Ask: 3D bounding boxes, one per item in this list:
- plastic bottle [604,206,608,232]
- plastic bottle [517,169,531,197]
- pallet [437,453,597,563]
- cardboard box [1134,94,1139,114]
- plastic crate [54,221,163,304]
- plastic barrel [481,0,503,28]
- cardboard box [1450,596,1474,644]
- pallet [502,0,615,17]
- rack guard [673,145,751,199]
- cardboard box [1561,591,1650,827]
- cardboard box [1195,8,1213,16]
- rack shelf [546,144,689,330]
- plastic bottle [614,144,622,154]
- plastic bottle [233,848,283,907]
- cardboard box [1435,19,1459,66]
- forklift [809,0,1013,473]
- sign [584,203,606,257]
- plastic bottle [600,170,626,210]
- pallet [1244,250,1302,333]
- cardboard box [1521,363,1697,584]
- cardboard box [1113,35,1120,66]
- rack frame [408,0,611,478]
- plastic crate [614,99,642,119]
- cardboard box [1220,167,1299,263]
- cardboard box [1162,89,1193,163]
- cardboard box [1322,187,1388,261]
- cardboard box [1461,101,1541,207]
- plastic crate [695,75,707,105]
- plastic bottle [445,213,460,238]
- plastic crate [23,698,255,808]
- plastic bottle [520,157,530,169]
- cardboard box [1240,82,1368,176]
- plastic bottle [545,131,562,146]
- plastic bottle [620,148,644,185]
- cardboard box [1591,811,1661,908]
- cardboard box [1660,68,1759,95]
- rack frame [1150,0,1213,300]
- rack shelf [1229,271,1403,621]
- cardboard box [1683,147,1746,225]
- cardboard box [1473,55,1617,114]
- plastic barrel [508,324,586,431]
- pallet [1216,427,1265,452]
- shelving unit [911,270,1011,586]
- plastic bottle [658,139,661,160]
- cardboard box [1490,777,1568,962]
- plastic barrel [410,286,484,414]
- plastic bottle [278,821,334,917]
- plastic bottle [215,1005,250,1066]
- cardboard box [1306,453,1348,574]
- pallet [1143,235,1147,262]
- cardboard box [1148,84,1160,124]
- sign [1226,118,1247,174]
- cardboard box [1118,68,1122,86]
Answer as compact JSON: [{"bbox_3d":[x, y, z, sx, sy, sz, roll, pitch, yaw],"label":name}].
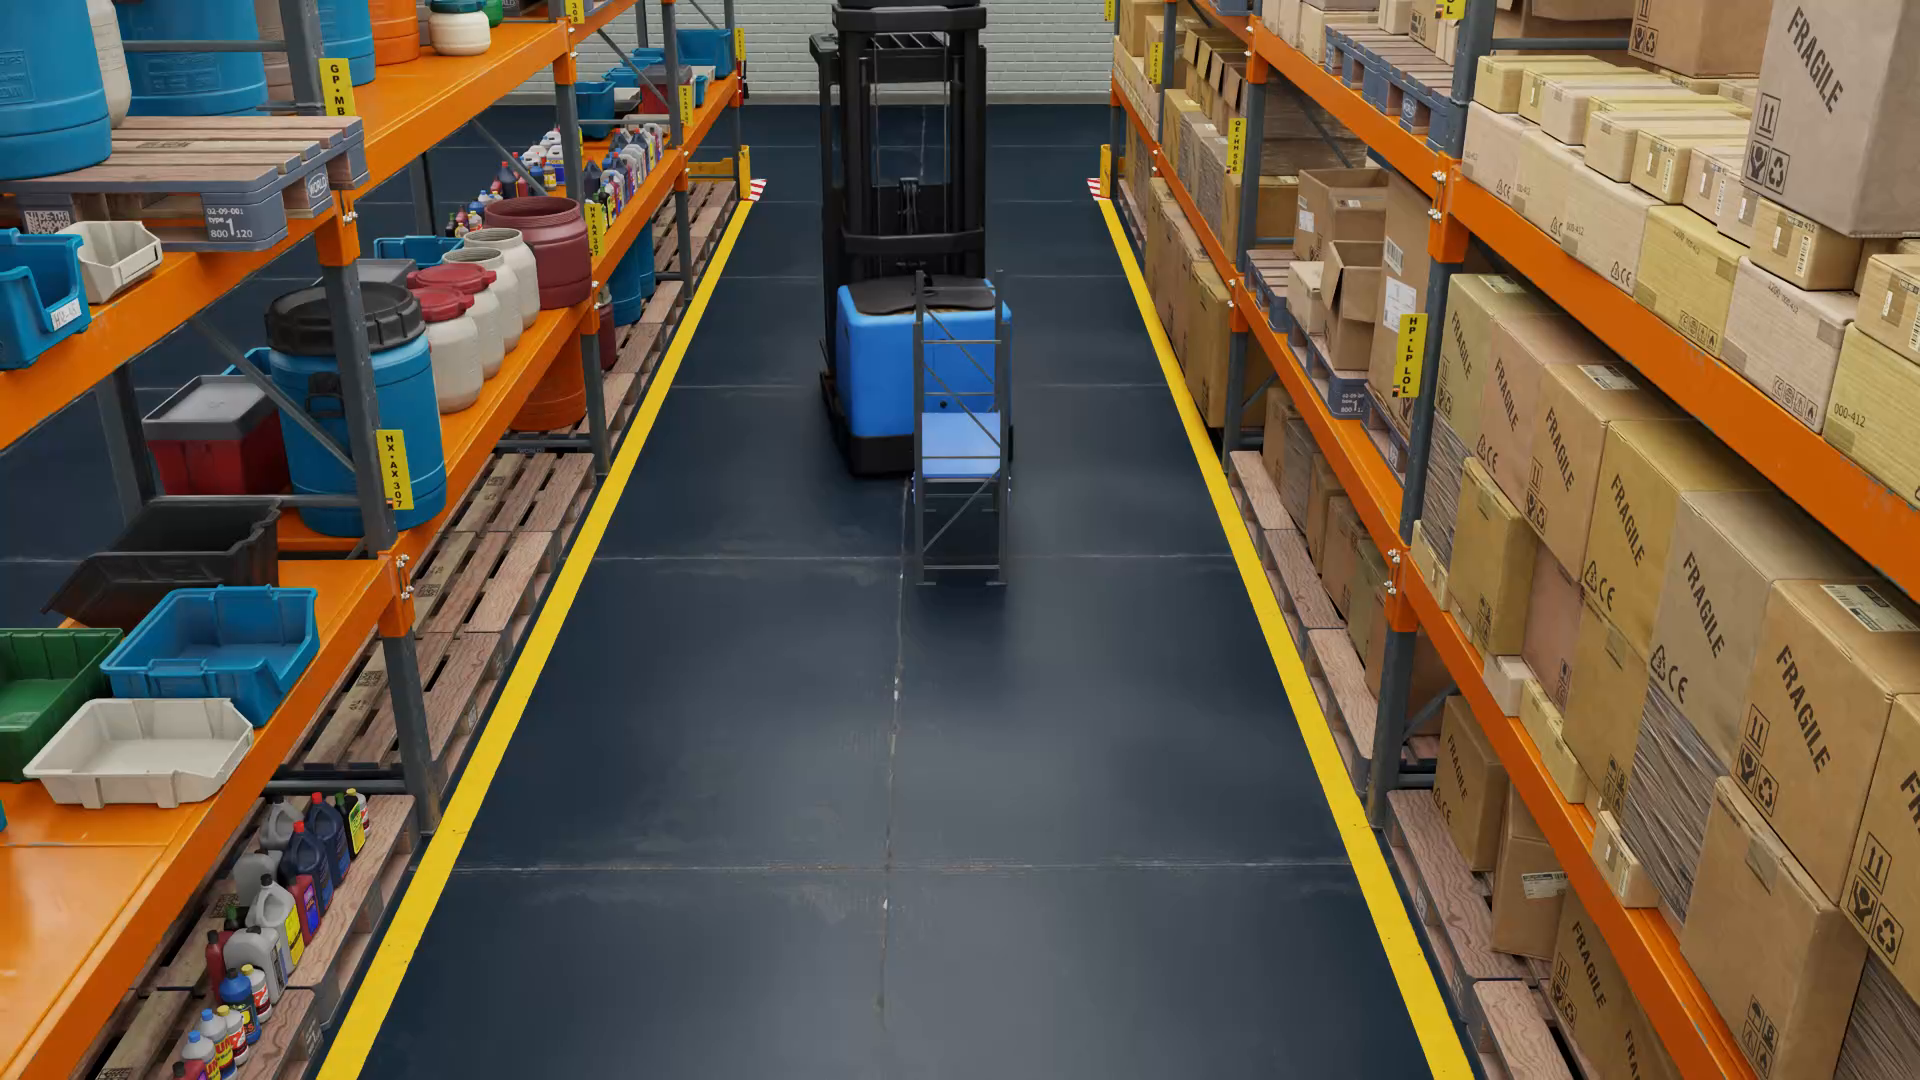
[{"bbox_3d":[-2.419,-2.175,11.160,0.097,0.201,0.097,0,24,0],"label":"plastic bottle"},{"bbox_3d":[-3.058,-2.451,11.672,0.061,0.283,0.133,0,24,-1],"label":"plastic bottle"},{"bbox_3d":[-2.787,-0.202,9.941,1.003,0.211,1.213,0,24,-1],"label":"pallet"},{"bbox_3d":[1.807,-4.002,15.263,0.380,0.149,0.250,-1,24,-1],"label":"cardboard box"},{"bbox_3d":[-2.291,-0.731,4.406,0.243,0.136,0.396,0,24,-1],"label":"plastic crate"},{"bbox_3d":[-2.703,-2.986,9.262,0.294,0.245,0.294,0,24,0],"label":"plastic barrel"},{"bbox_3d":[1.961,0.244,5.874,0.380,0.149,0.250,0,24,-1],"label":"cardboard box"},{"bbox_3d":[-2.667,-3.388,10.191,1.003,0.211,1.213,0,24,-1],"label":"pallet"},{"bbox_3d":[-2.857,-3.959,17.898,1.175,0.500,0.348,0,24,-1],"label":"rack guard"},{"bbox_3d":[2.223,0.457,4.618,0.875,0.500,0.500,0,24,-1],"label":"cardboard box"},{"bbox_3d":[2.395,-4.487,14.942,0.500,0.500,0.500,-1,24,-2],"label":"cardboard box"},{"bbox_3d":[-2.779,-2.288,12.043,1.077,0.370,4.000,0,24,-1],"label":"rack shelf"},{"bbox_3d":[-2.588,-2.854,12.577,0.097,0.271,0.097,0,24,0],"label":"plastic bottle"},{"bbox_3d":[-2.564,1.251,6.115,0.152,0.276,0.135,0,24,-1],"label":"plastic bottle"},{"bbox_3d":[2.129,-2.050,6.655,0.396,0.266,0.258,1,24,1],"label":"cardboard box"},{"bbox_3d":[-0.414,-2.339,11.364,1.130,2.935,3.031,-4,25,-9],"label":"forklift"},{"bbox_3d":[-2.207,-1.872,10.050,0.100,0.325,0.005,0,24,-1],"label":"sign"},{"bbox_3d":[-2.453,-2.487,11.759,0.152,0.276,0.135,0,24,-1],"label":"plastic bottle"},{"bbox_3d":[2.310,-1.434,9.513,1.213,0.211,1.003,0,24,-1],"label":"pallet"},{"bbox_3d":[2.002,-0.204,4.865,0.500,0.500,0.500,0,24,-1],"label":"cardboard box"},{"bbox_3d":[1.844,-4.979,16.940,0.500,0.250,0.500,-1,24,-2],"label":"cardboard box"},{"bbox_3d":[-2.757,-1.792,10.072,1.000,3.000,0.127,0,24,-1],"label":"rack frame"},{"bbox_3d":[-3.081,-3.802,14.778,0.437,0.125,0.590,0,24,-1],"label":"plastic crate"},{"bbox_3d":[1.943,-2.062,10.548,0.500,0.500,0.500,0,24,1],"label":"cardboard box"},{"bbox_3d":[1.907,-3.317,13.324,0.500,0.500,0.500,0,24,0],"label":"cardboard box"},{"bbox_3d":[2.348,-1.599,9.015,0.700,0.500,0.500,3,25,7],"label":"cardboard box"},{"bbox_3d":[1.988,-1.278,5.477,0.500,0.250,0.500,-1,24,-3],"label":"cardboard box"},{"bbox_3d":[-2.565,-4.194,15.514,0.416,0.233,0.300,0,24,-1],"label":"plastic crate"},{"bbox_3d":[-3.188,-1.904,10.460,0.061,0.283,0.133,0,24,-1],"label":"plastic bottle"},{"bbox_3d":[-2.442,0.644,5.005,0.530,0.136,0.437,0,24,-1],"label":"plastic crate"},{"bbox_3d":[-3.190,-2.664,12.157,0.097,0.271,0.097,0,24,0],"label":"plastic bottle"},{"bbox_3d":[2.204,-2.618,10.560,0.797,0.503,0.637,1,24,1],"label":"cardboard box"},{"bbox_3d":[-3.172,-3.040,12.983,0.152,0.276,0.135,0,24,-1],"label":"plastic bottle"},{"bbox_3d":[-2.462,-2.809,12.471,0.152,0.276,0.135,0,24,-1],"label":"plastic bottle"},{"bbox_3d":[1.952,0.863,4.508,0.380,0.149,0.250,0,24,-1],"label":"cardboard box"},{"bbox_3d":[2.444,-1.403,5.270,0.380,0.149,0.250,0,24,0],"label":"cardboard box"},{"bbox_3d":[2.152,-3.462,13.766,1.000,3.000,0.127,0,24,-1],"label":"rack frame"},{"bbox_3d":[2.218,-0.662,8.447,1.077,0.370,4.000,0,24,-1],"label":"rack shelf"},{"bbox_3d":[2.024,-0.868,4.086,0.380,0.149,0.250,0,24,1],"label":"cardboard box"},{"bbox_3d":[1.935,-1.511,5.508,0.380,0.149,0.250,-1,24,-2],"label":"cardboard box"},{"bbox_3d":[-2.779,-1.196,10.878,0.600,0.830,0.708,0,24,-1],"label":"plastic barrel"},{"bbox_3d":[2.263,-0.869,11.415,1.003,0.211,1.213,0,24,-1],"label":"pallet"},{"bbox_3d":[0.001,-0.648,9.363,0.538,1.500,1.048,0,24,-1],"label":"shelving unit"},{"bbox_3d":[-2.444,-3.141,13.296,0.097,0.201,0.097,0,24,0],"label":"plastic bottle"},{"bbox_3d":[2.218,1.183,6.019,0.500,0.500,0.500,8,25,16],"label":"cardboard box"},{"bbox_3d":[-2.512,-0.903,7.942,0.433,0.535,0.433,0,24,0],"label":"plastic barrel"},{"bbox_3d":[-2.416,1.206,6.124,0.144,0.351,0.185,-1,24,-3],"label":"plastic bottle"},{"bbox_3d":[-2.384,1.607,5.418,0.097,0.201,0.097,0,24,0],"label":"plastic bottle"},{"bbox_3d":[2.255,-0.138,8.914,0.700,0.500,0.500,2,24,4],"label":"cardboard box"},{"bbox_3d":[2.222,-2.506,15.034,1.003,0.211,1.213,0,24,-1],"label":"pallet"},{"bbox_3d":[1.885,-3.710,14.135,0.500,0.250,0.500,-1,24,-2],"label":"cardboard box"},{"bbox_3d":[1.641,-2.338,9.874,0.100,0.325,0.005,0,24,-1],"label":"sign"},{"bbox_3d":[1.790,-4.637,16.668,0.380,0.149,0.250,-1,24,-2],"label":"cardboard box"}]
